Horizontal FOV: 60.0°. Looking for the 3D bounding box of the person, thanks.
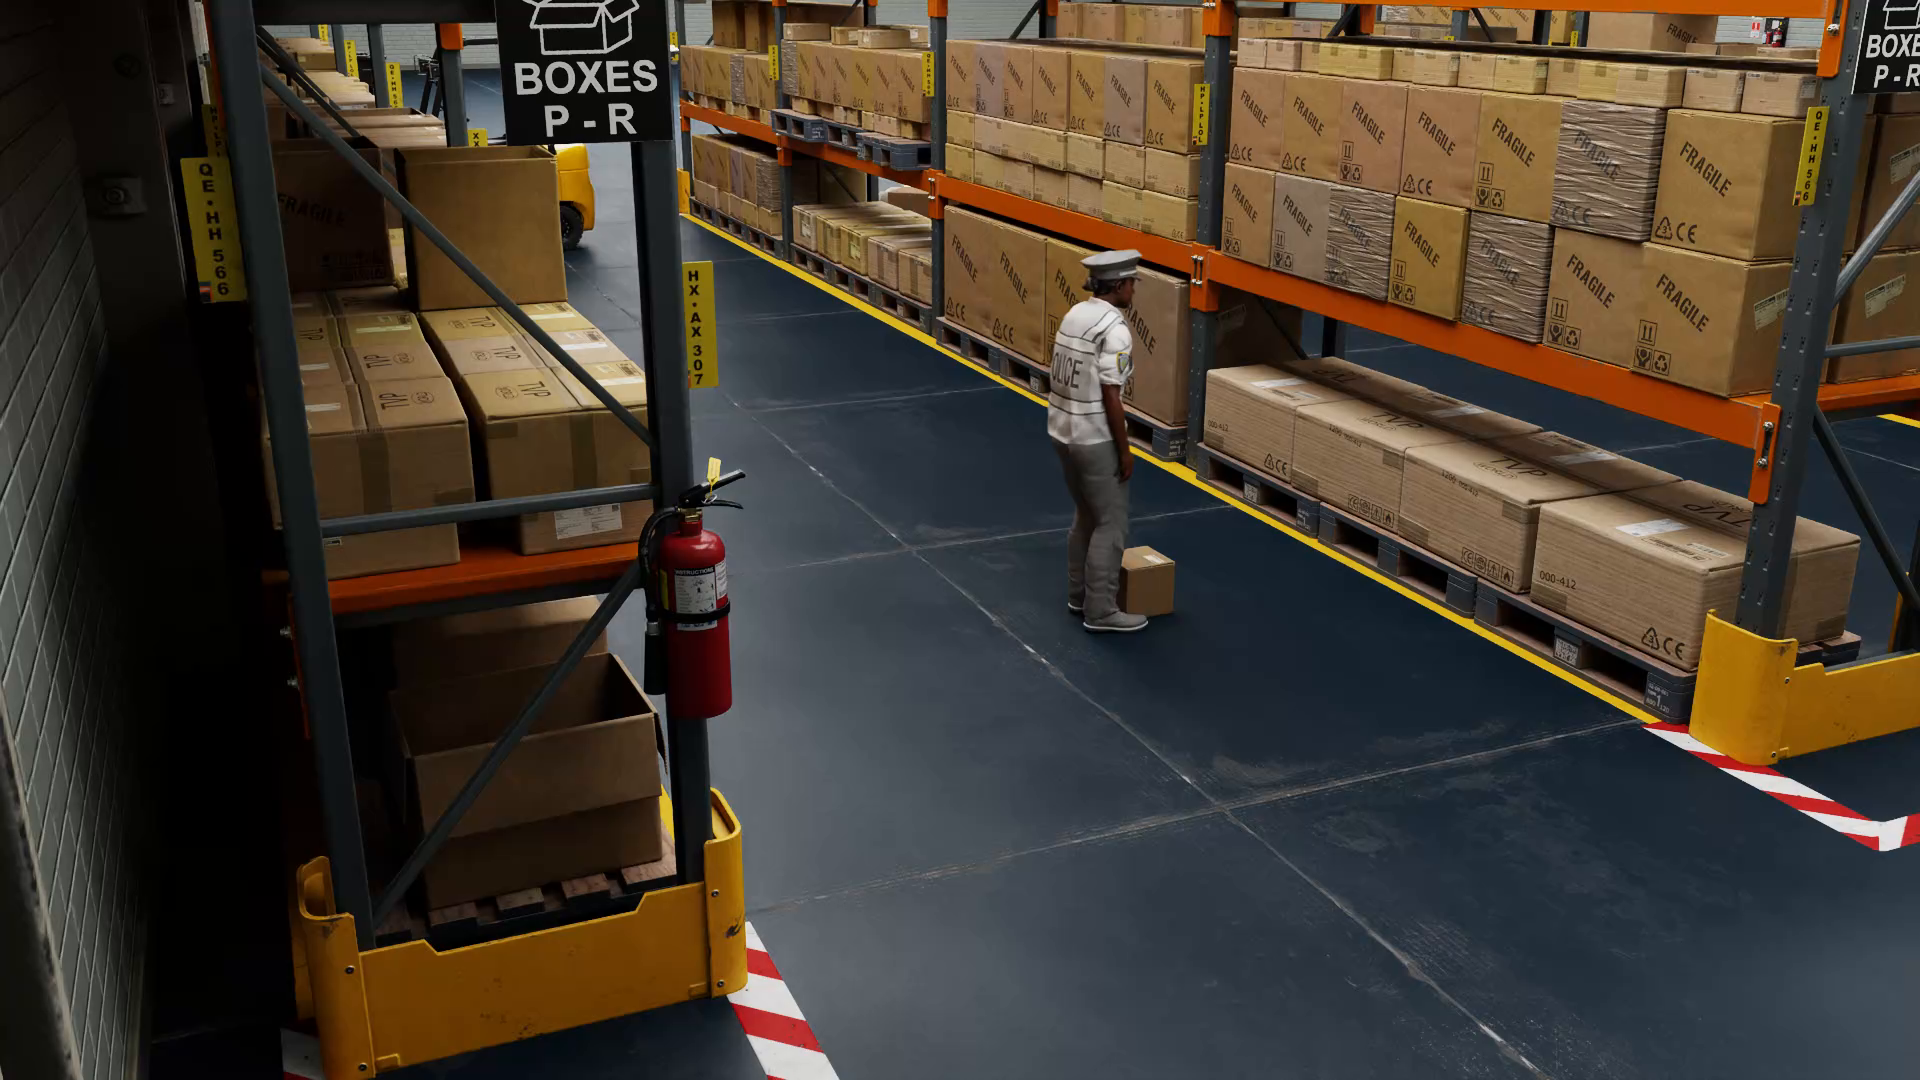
[{"bbox_3d":[0.614,-0.436,7.336,0.417,1.657,0.515,-8,21,-23],"label":"person"}]
